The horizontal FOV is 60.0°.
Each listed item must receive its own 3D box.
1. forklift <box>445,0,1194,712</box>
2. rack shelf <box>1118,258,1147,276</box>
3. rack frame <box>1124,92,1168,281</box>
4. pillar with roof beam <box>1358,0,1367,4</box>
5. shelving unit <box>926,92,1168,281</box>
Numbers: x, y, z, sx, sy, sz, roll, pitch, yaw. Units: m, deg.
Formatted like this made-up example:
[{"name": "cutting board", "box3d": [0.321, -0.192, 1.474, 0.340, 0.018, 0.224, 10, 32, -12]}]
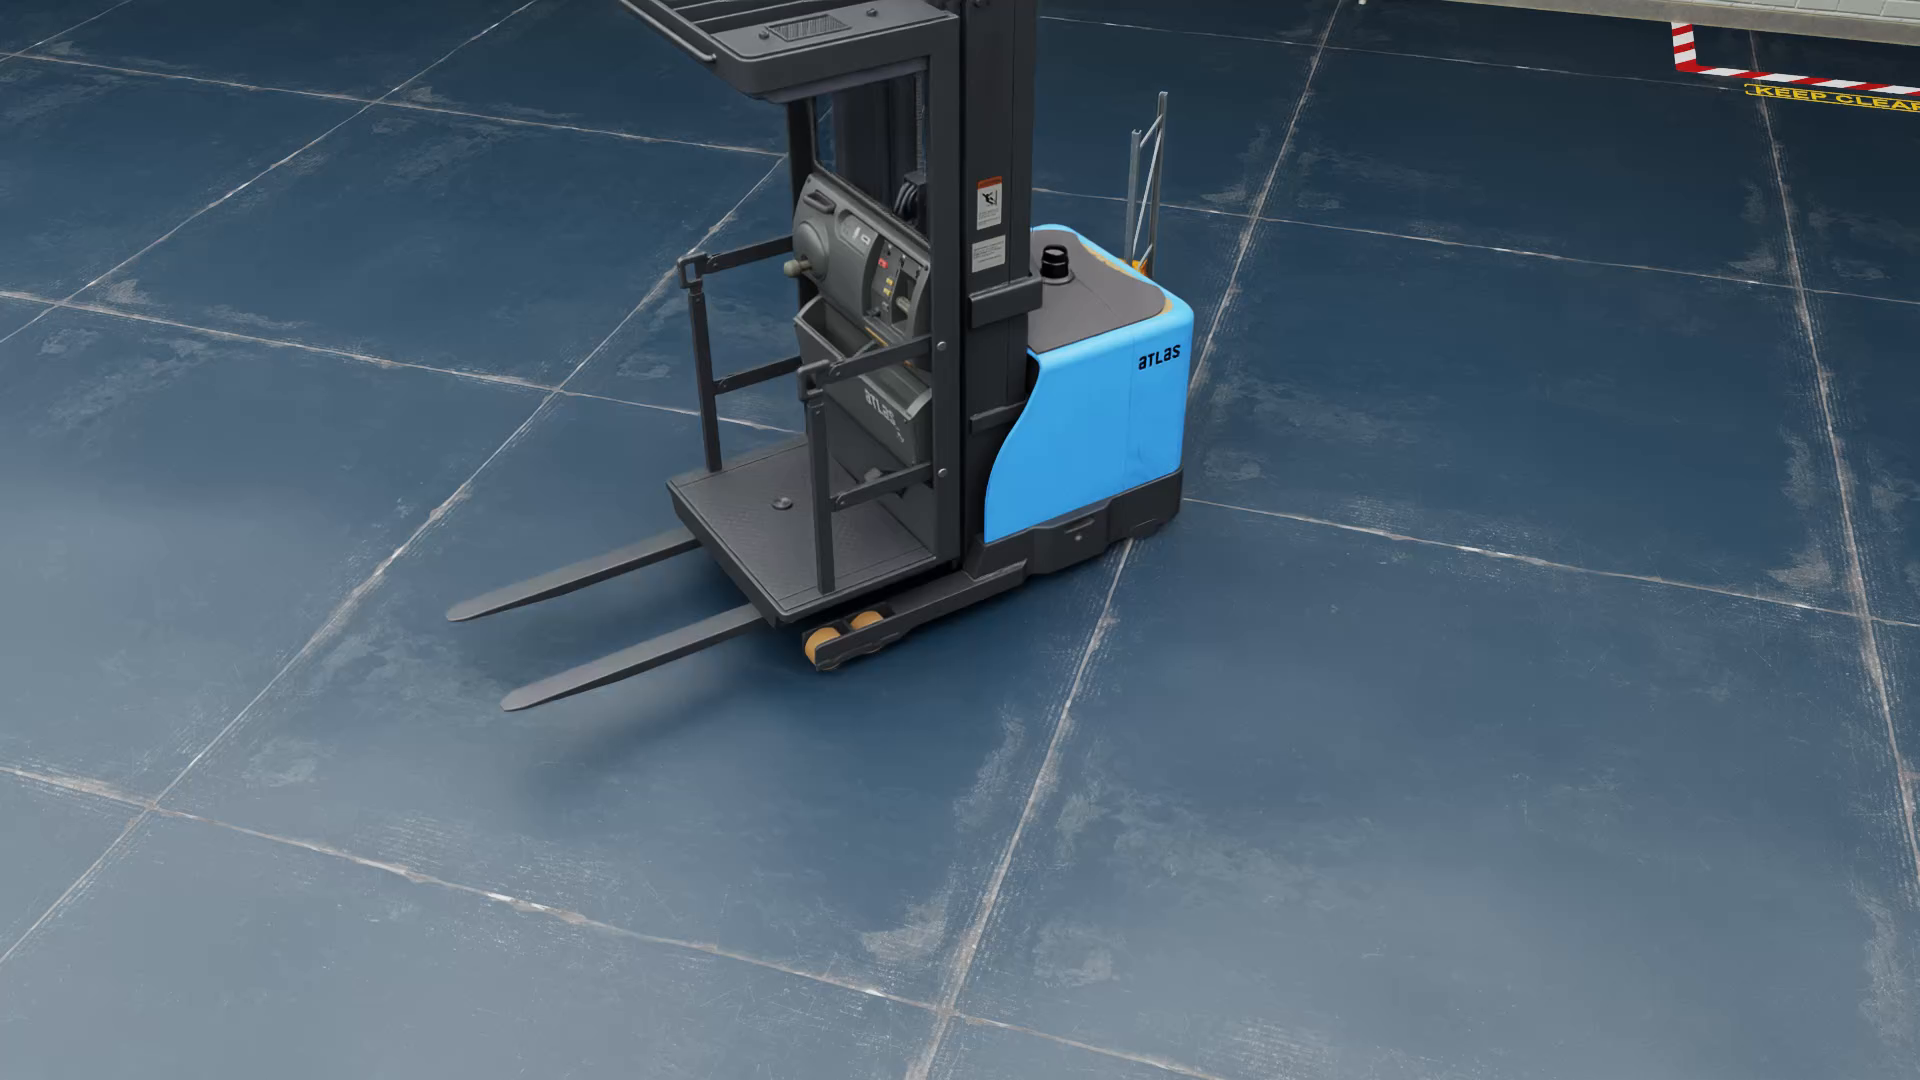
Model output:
[{"name": "forklift", "box3d": [-0.552, -1.027, 6.173, 3.031, 2.935, 1.130, -21, 41, -26]}, {"name": "rack shelf", "box3d": [0.353, -1.221, 7.947, 1.000, 0.185, 0.538, 12, 38, 16]}, {"name": "rack frame", "box3d": [0.830, -1.263, 7.701, 0.032, 1.500, 0.500, 12, 38, 16]}, {"name": "pillar with roof beam", "box3d": [1.719, -5.466, 7.085, 0.400, 9.000, 9.100, 10, 38, 14]}, {"name": "shelving unit", "box3d": [0.361, -1.364, 7.838, 1.083, 1.500, 0.587, 12, 38, 16]}]
